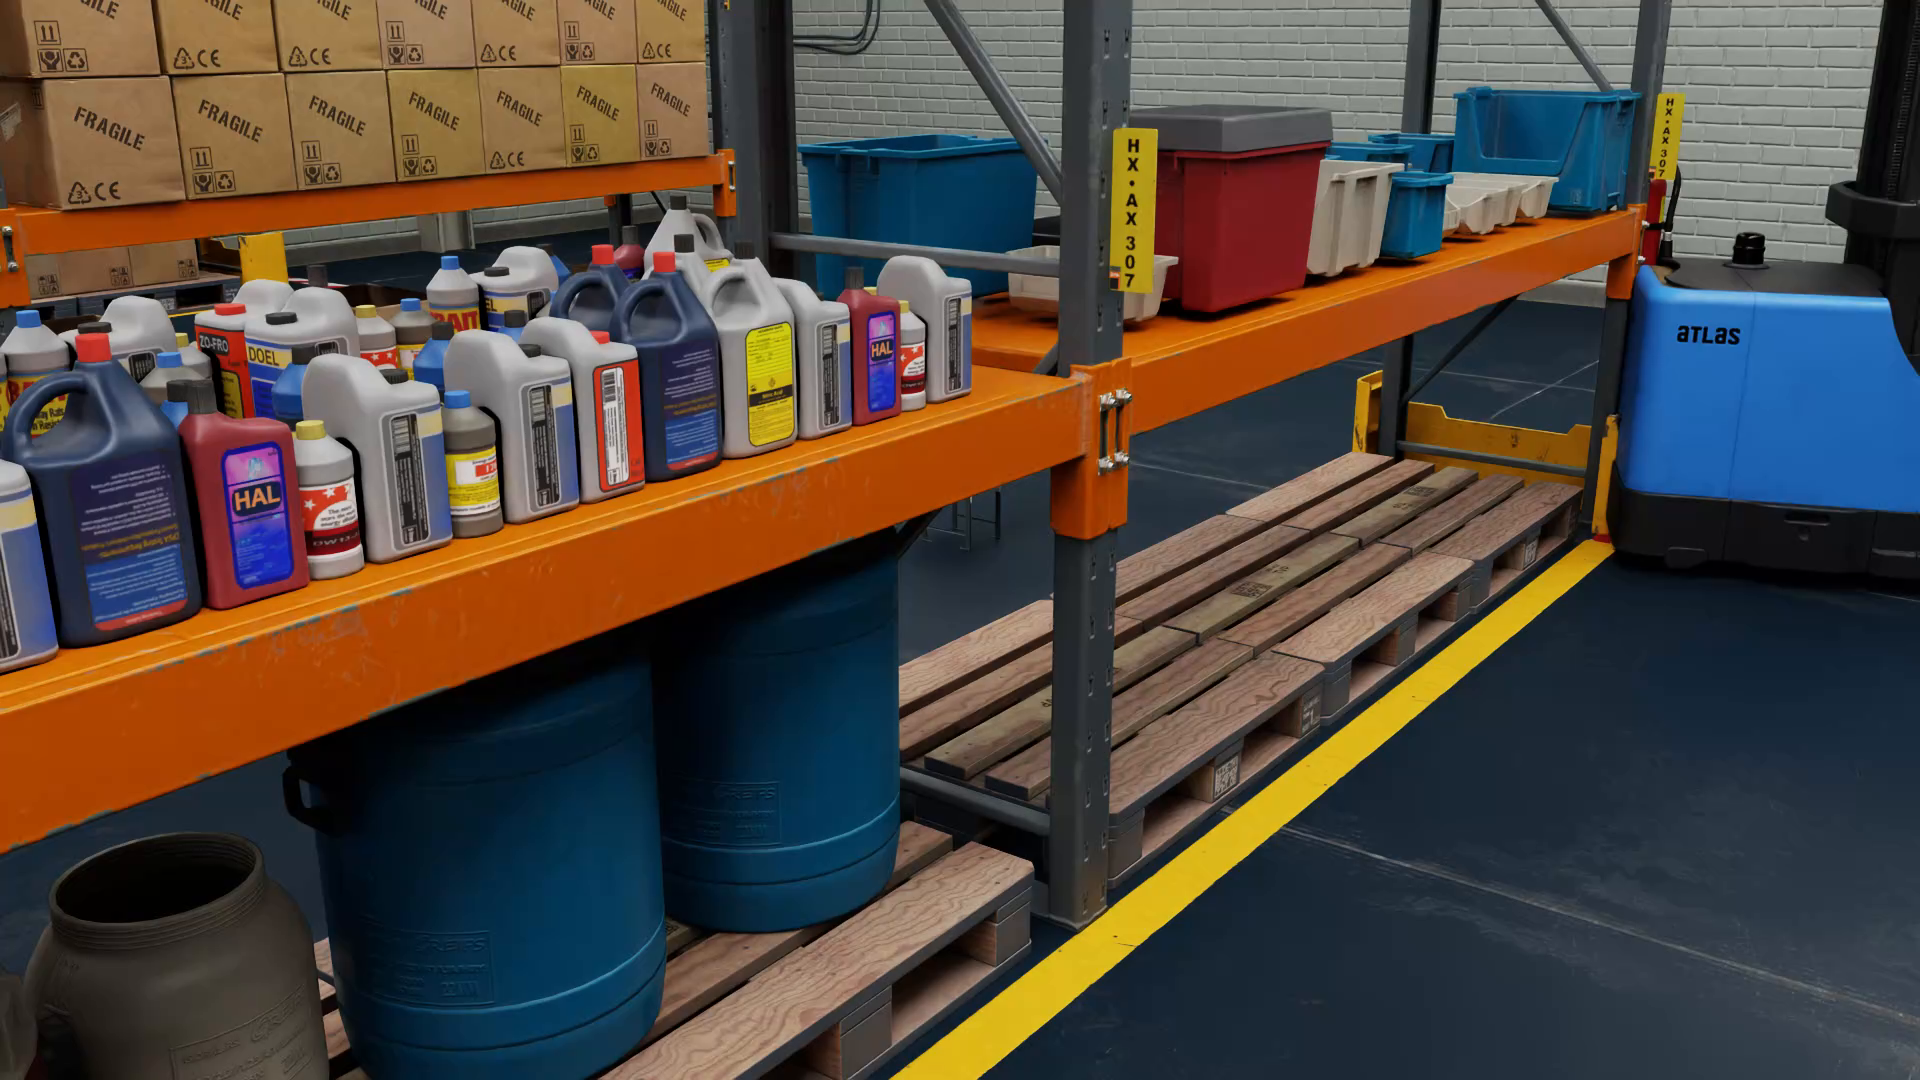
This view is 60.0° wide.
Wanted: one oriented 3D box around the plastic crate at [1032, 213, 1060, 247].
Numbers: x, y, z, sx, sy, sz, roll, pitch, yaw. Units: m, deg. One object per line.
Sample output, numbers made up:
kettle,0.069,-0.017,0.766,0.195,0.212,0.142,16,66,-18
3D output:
plastic crate,0.360,-0.841,4.756,0.437,0.125,0.590,12,21,35

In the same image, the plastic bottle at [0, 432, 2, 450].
plastic bottle,-1.235,-0.062,1.967,0.144,0.351,0.185,12,21,35

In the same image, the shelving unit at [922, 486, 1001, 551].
shelving unit,0.005,-0.432,6.617,0.258,0.900,0.210,12,21,35

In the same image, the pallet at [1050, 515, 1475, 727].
pallet,1.042,0.228,5.652,1.003,0.211,1.213,12,21,35

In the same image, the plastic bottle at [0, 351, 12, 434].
plastic bottle,-1.512,-0.203,2.558,0.097,0.271,0.097,0,17,0

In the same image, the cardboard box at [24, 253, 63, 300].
cardboard box,-6.598,-1.916,11.363,0.700,0.500,0.500,12,21,33

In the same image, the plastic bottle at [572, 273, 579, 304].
plastic bottle,-0.786,-0.460,3.503,0.097,0.201,0.097,0,17,0

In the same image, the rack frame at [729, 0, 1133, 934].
rack frame,-0.091,-0.629,3.713,1.000,3.000,0.127,12,21,35

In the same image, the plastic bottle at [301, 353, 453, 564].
plastic bottle,-0.803,-0.125,2.297,0.152,0.276,0.135,12,21,35

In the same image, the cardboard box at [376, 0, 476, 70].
cardboard box,-2.640,-2.462,7.759,0.500,0.500,0.500,13,22,36

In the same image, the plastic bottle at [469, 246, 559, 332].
plastic bottle,-0.891,-0.440,3.312,0.152,0.276,0.135,12,21,35

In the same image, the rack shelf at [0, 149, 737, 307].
rack shelf,-2.875,-1.638,8.175,1.077,0.370,4.000,12,21,35

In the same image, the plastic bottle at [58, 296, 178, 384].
plastic bottle,-1.363,-0.251,2.705,0.152,0.276,0.135,12,21,35

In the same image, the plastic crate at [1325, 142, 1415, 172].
plastic crate,1.488,-1.373,6.290,0.416,0.233,0.300,12,21,35

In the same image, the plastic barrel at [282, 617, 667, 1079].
plastic barrel,-0.851,0.467,3.011,0.600,0.901,0.708,12,21,35

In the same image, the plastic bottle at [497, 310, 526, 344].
plastic bottle,-0.696,-0.227,2.635,0.097,0.271,0.097,0,17,0

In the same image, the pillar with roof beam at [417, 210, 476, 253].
pillar with roof beam,-1.293,-6.233,11.642,9.100,9.000,0.400,12,21,35

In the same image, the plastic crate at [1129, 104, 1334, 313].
plastic crate,0.642,-0.857,4.236,0.402,0.464,0.583,12,21,35

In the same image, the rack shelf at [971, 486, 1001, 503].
rack shelf,0.005,-0.228,6.680,0.258,0.077,0.200,12,21,35

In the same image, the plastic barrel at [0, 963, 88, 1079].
plastic barrel,-1.524,0.886,2.191,0.600,0.588,0.708,12,21,35

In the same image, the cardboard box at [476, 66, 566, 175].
cardboard box,-2.340,-2.109,8.309,0.500,0.500,0.500,13,21,35

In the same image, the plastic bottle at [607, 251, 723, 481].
plastic bottle,-0.486,-0.285,2.687,0.144,0.351,0.185,12,21,35

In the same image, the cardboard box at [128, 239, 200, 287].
cardboard box,-6.001,-2.155,12.133,0.700,0.500,0.500,12,21,35

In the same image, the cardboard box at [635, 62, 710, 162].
cardboard box,-1.732,-2.351,9.089,0.500,0.500,0.500,13,22,36

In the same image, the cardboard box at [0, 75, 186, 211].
cardboard box,-3.545,-1.627,6.755,0.500,0.500,0.500,13,22,36

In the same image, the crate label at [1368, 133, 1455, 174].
crate label,1.881,-1.530,6.795,0.416,0.233,0.303,12,21,35

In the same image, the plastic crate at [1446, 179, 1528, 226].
plastic crate,1.767,-1.192,5.868,0.396,0.136,0.243,12,21,35

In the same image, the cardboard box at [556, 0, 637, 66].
cardboard box,-2.028,-2.708,8.553,0.500,0.500,0.500,13,22,36

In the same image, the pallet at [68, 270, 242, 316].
pallet,-6.078,-1.797,12.174,1.003,0.211,1.213,12,21,35

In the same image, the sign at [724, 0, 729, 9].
sign,-1.250,-3.059,9.052,0.100,0.325,0.005,12,21,35

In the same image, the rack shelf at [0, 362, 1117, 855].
rack shelf,-1.283,0.190,2.286,1.077,0.370,4.000,12,21,35

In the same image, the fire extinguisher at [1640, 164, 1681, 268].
fire extinguisher,2.747,-1.323,6.705,0.296,0.674,0.183,12,21,35

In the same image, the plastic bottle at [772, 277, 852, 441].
plastic bottle,-0.284,-0.332,2.965,0.152,0.276,0.135,12,21,35

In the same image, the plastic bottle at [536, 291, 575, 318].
plastic bottle,-0.780,-0.387,3.267,0.097,0.201,0.097,0,17,0

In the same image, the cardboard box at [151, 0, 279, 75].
cardboard box,-3.253,-2.216,6.968,0.500,0.500,0.500,12,21,33

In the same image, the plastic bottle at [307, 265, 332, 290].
plastic bottle,-1.181,-0.350,3.010,0.061,0.283,0.133,12,21,35

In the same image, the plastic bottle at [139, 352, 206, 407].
plastic bottle,-1.252,-0.198,2.659,0.097,0.201,0.097,0,17,0

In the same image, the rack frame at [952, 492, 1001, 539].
rack frame,0.065,-0.456,6.695,0.240,0.900,0.006,12,21,35

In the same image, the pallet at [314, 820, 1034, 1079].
pallet,-0.584,0.879,3.558,1.003,0.211,1.213,12,21,35

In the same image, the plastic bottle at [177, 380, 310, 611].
plastic bottle,-0.904,-0.065,2.092,0.061,0.283,0.133,12,21,35

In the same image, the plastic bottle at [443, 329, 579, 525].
plastic bottle,-0.665,-0.180,2.475,0.152,0.276,0.135,12,21,35

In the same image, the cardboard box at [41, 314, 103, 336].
cardboard box,-3.955,-0.708,7.438,0.500,0.500,0.500,12,21,35

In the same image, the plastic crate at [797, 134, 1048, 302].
plastic crate,-0.087,-0.822,4.258,0.392,0.384,0.575,12,21,35

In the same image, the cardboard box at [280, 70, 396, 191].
cardboard box,-2.942,-1.868,7.532,0.500,0.500,0.500,12,21,34

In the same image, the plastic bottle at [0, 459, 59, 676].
plastic bottle,-1.131,0.006,1.875,0.152,0.276,0.135,12,21,35

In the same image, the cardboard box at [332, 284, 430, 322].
cardboard box,-2.952,-0.972,8.283,0.797,0.503,0.637,12,21,35

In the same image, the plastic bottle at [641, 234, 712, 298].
plastic bottle,-0.492,-0.355,2.911,0.144,0.351,0.185,12,21,35

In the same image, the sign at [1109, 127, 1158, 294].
sign,0.349,-0.664,3.357,0.100,0.325,0.005,12,21,35

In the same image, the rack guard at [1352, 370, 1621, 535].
rack guard,2.296,-0.396,7.177,1.175,0.500,0.348,12,21,35

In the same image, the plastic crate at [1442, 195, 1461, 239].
plastic crate,1.460,-1.048,5.403,0.298,0.136,0.250,12,21,35

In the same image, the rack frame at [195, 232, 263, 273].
rack frame,-5.664,-3.333,12.418,1.000,3.000,0.127,12,21,35

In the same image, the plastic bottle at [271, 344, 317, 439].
plastic bottle,-0.914,-0.140,2.354,0.097,0.271,0.097,0,17,0

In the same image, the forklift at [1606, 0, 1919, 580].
forklift,4.098,-1.300,5.989,3.031,2.935,1.130,5,18,16

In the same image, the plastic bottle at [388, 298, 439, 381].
plastic bottle,-1.040,-0.359,3.175,0.097,0.201,0.097,0,17,0

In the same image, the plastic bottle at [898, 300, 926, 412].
plastic bottle,-0.114,-0.351,3.151,0.097,0.201,0.097,0,17,0
